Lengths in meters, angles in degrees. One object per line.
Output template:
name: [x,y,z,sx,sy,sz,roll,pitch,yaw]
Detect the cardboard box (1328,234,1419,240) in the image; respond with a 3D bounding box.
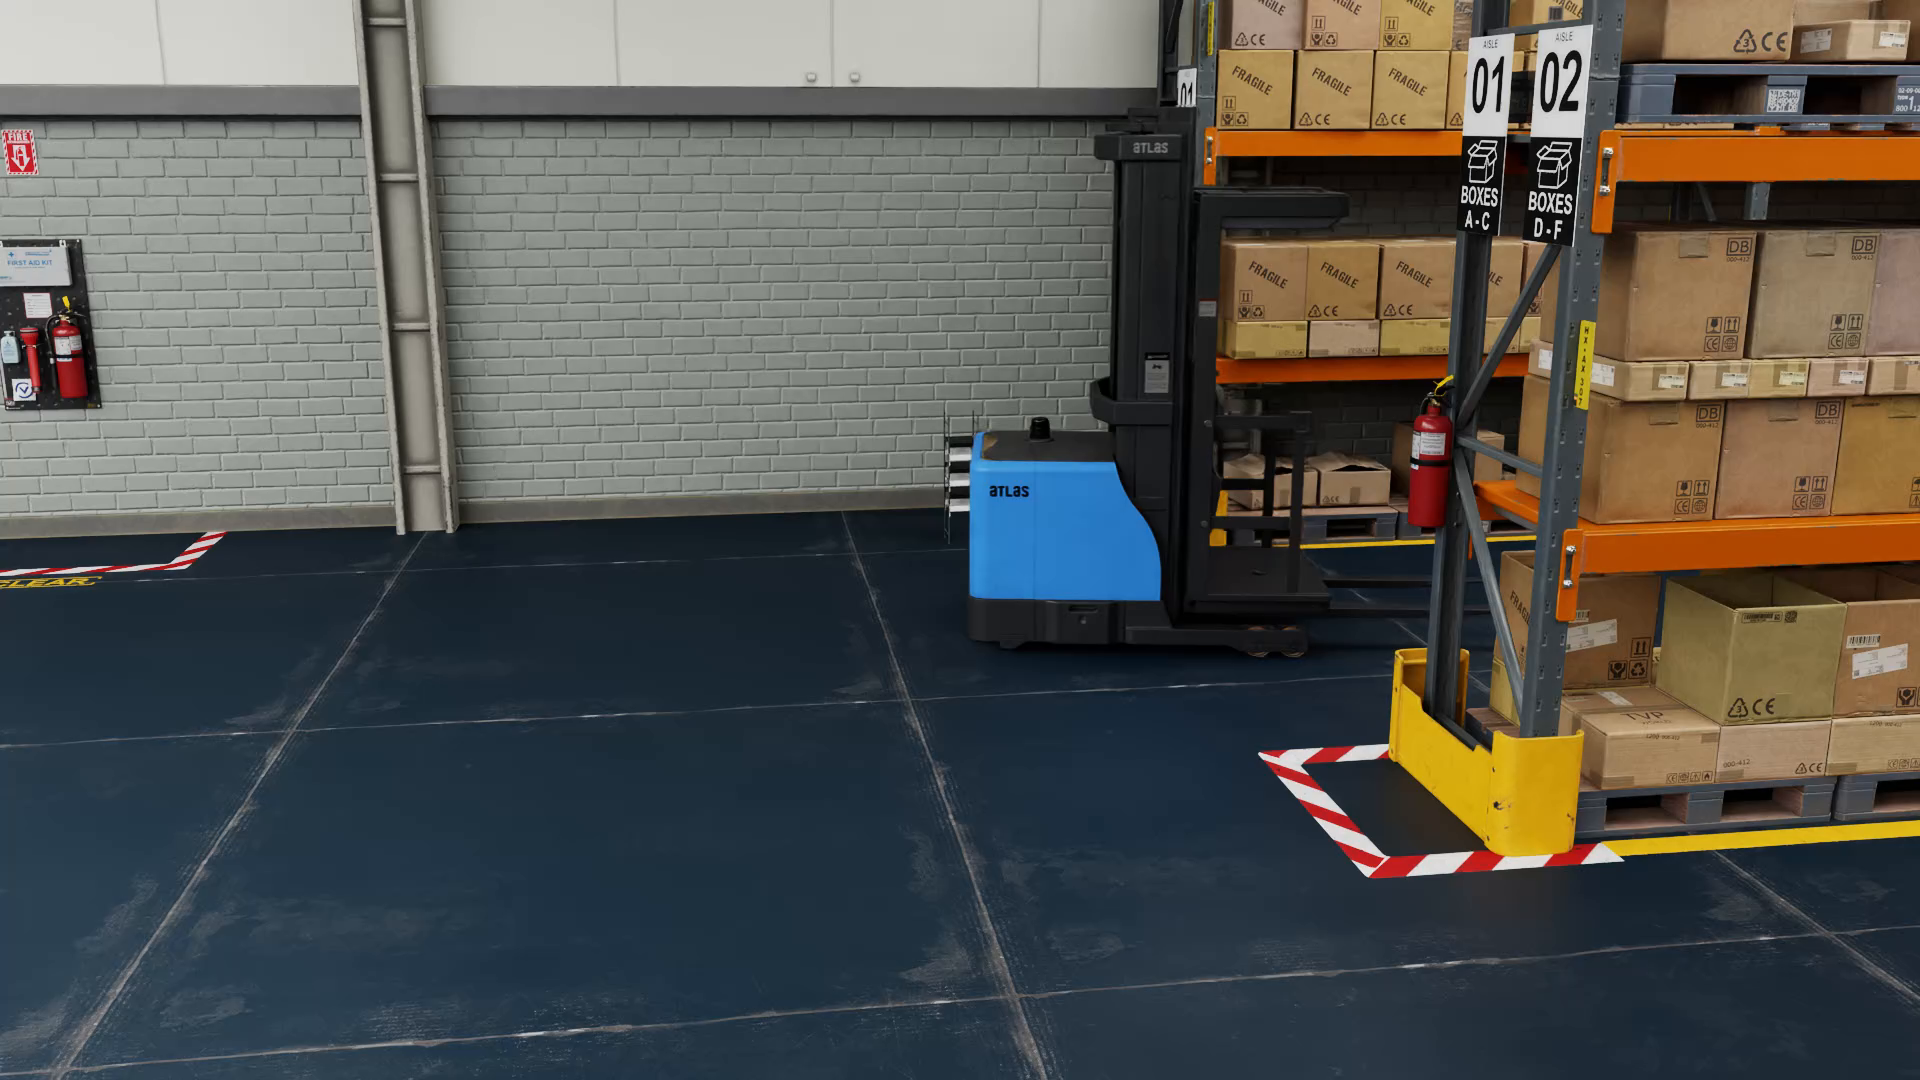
cardboard box: [2.964,-1.927,11.965,0.500,0.500,0.500,-2,14,-10]

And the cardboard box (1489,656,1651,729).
cardboard box: [2.748,0.708,7.520,0.500,0.250,0.500,-2,14,-8]

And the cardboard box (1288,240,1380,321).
cardboard box: [2.527,-1.784,11.393,0.500,0.500,0.500,-2,14,-8]

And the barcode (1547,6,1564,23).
barcode: [2.488,-2.194,6.946,0.075,0.075,0.001,-2,14,-8]

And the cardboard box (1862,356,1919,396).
cardboard box: [3.703,-0.694,6.785,0.250,0.149,0.380,-3,14,-10]

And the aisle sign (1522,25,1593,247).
aisle sign: [2.242,-1.516,6.256,0.004,0.787,0.394,-2,14,-8]

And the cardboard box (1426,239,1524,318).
cardboard box: [3.548,-1.822,11.548,0.500,0.500,0.500,-2,14,-7]

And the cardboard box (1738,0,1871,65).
cardboard box: [3.361,-2.090,6.880,0.500,0.250,0.500,-2,14,-8]

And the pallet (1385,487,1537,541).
pallet: [3.608,-0.237,12.233,1.213,0.211,1.003,-2,14,-8]

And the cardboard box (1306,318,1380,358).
cardboard box: [2.561,-1.423,11.497,0.500,0.250,0.500,-3,14,-10]

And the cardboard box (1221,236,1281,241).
cardboard box: [1.955,-1.891,11.823,0.500,0.500,0.500,-2,14,-9]

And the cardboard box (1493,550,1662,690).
cardboard box: [2.748,0.344,7.430,0.500,0.500,0.500,-2,14,-8]

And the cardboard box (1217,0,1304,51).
cardboard box: [1.937,-3.476,10.948,0.500,0.500,0.500,-3,14,-12]

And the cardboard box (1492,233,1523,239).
cardboard box: [3.974,-1.967,12.123,0.500,0.500,0.500,-2,14,-7]

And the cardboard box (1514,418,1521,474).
cardboard box: [4.455,-0.621,12.266,0.500,0.500,0.500,-3,14,-13]

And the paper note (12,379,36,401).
paper note: [-6.484,-1.041,11.517,0.142,0.148,0.016,-2,14,-8]

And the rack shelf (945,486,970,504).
rack shelf: [0.008,-0.317,11.644,0.200,0.077,0.258,-2,14,-8]

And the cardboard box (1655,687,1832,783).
cardboard box: [3.319,0.814,7.099,0.500,0.250,0.500,-2,14,-8]

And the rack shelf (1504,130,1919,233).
rack shelf: [4.239,-1.509,6.887,4.000,0.370,1.077,-2,14,-8]

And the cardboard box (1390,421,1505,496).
cardboard box: [3.514,-0.562,12.031,0.500,0.500,0.700,-3,14,-12]

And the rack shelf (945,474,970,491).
rack shelf: [0.008,-0.404,11.622,0.200,0.077,0.258,-2,14,-8]

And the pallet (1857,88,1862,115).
pallet: [4.174,-1.807,6.778,1.213,0.211,1.003,-2,14,-8]

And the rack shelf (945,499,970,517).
rack shelf: [0.008,-0.230,11.665,0.200,0.077,0.258,-2,14,-8]

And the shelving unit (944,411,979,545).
shelving unit: [0.008,-0.437,11.614,0.210,0.900,0.258,-2,14,-8]

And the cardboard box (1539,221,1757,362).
cardboard box: [2.778,-1.025,6.768,0.500,0.500,0.700,-2,14,-8]

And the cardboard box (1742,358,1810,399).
cardboard box: [3.189,-0.675,6.710,0.250,0.149,0.380,-2,14,-8]

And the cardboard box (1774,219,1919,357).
cardboard box: [3.795,-1.063,6.923,0.500,0.500,0.700,-2,14,-8]

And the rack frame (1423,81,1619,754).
rack frame: [2.262,-0.331,6.875,0.127,3.000,1.000,-2,14,-8]

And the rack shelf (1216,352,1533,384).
rack shelf: [3.498,-1.246,12.003,4.000,0.370,1.077,-2,14,-8]

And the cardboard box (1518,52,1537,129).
cardboard box: [3.969,-3.058,11.337,0.500,0.500,0.500,-3,14,-11]

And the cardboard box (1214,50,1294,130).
cardboard box: [1.888,-2.988,11.055,0.500,0.500,0.500,-2,14,-7]

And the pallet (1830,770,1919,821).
pallet: [4.216,0.940,7.538,1.213,0.211,1.003,-2,14,-8]

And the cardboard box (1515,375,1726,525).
cardboard box: [2.725,-0.393,6.918,0.500,0.500,0.700,-2,14,-8]

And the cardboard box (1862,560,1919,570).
cardboard box: [4.229,0.287,7.660,0.500,0.500,0.500,-2,14,-8]

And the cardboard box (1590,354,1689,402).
cardboard box: [2.682,-0.657,6.634,0.250,0.149,0.380,-2,14,-9]

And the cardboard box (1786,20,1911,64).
cardboard box: [3.451,-1.936,6.474,0.250,0.149,0.380,-2,14,-8]

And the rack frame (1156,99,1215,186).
rack frame: [1.520,-1.522,11.626,0.127,3.000,1.000,-2,14,-8]

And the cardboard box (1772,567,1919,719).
cardboard box: [3.812,0.430,7.090,0.500,0.500,0.500,-2,14,-8]

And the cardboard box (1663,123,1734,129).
cardboard box: [5.010,-3.103,11.514,0.500,0.500,0.500,-2,14,-7]

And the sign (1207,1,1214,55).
sign: [1.601,-3.271,10.634,0.005,0.325,0.100,-2,14,-8]

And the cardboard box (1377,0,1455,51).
cardboard box: [2.946,-3.503,11.056,0.500,0.500,0.500,-2,14,-7]

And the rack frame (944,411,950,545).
rack frame: [-0.093,-0.433,11.599,0.006,0.900,0.240,-2,14,-8]

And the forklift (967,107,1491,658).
forklift: [1.569,-0.907,9.313,3.031,2.935,1.130,0,14,2]

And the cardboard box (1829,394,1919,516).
cardboard box: [3.736,-0.430,7.065,0.500,0.500,0.700,-2,14,-8]

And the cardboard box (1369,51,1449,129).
cardboard box: [2.937,-3.018,11.177,0.500,0.500,0.500,-1,14,-6]

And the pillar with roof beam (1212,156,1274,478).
pillar with roof beam: [2.725,-3.630,7.698,0.400,9.000,9.100,-2,14,-8]

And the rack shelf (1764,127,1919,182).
rack shelf: [7.453,-2.846,12.216,4.000,0.370,1.077,-2,14,-8]

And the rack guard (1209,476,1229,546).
rack guard: [1.595,-0.313,11.941,0.348,0.500,1.175,-2,14,-8]

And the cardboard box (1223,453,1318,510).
cardboard box: [2.218,-0.435,11.913,0.500,0.311,0.500,-4,15,-15]

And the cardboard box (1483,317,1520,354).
cardboard box: [3.566,-1.458,11.635,0.500,0.250,0.500,-2,14,-8]

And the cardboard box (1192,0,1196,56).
cardboard box: [1.908,-3.599,11.438,0.500,0.500,0.500,-1,14,-6]

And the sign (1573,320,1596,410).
sign: [2.339,-0.656,6.227,0.005,0.325,0.100,-2,14,-8]

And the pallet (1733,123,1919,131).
pallet: [6.102,-3.028,11.849,1.003,0.211,1.213,-2,14,-8]

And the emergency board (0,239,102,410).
emergency board: [-6.299,-1.458,11.369,0.643,1.169,0.194,-2,14,-8]
